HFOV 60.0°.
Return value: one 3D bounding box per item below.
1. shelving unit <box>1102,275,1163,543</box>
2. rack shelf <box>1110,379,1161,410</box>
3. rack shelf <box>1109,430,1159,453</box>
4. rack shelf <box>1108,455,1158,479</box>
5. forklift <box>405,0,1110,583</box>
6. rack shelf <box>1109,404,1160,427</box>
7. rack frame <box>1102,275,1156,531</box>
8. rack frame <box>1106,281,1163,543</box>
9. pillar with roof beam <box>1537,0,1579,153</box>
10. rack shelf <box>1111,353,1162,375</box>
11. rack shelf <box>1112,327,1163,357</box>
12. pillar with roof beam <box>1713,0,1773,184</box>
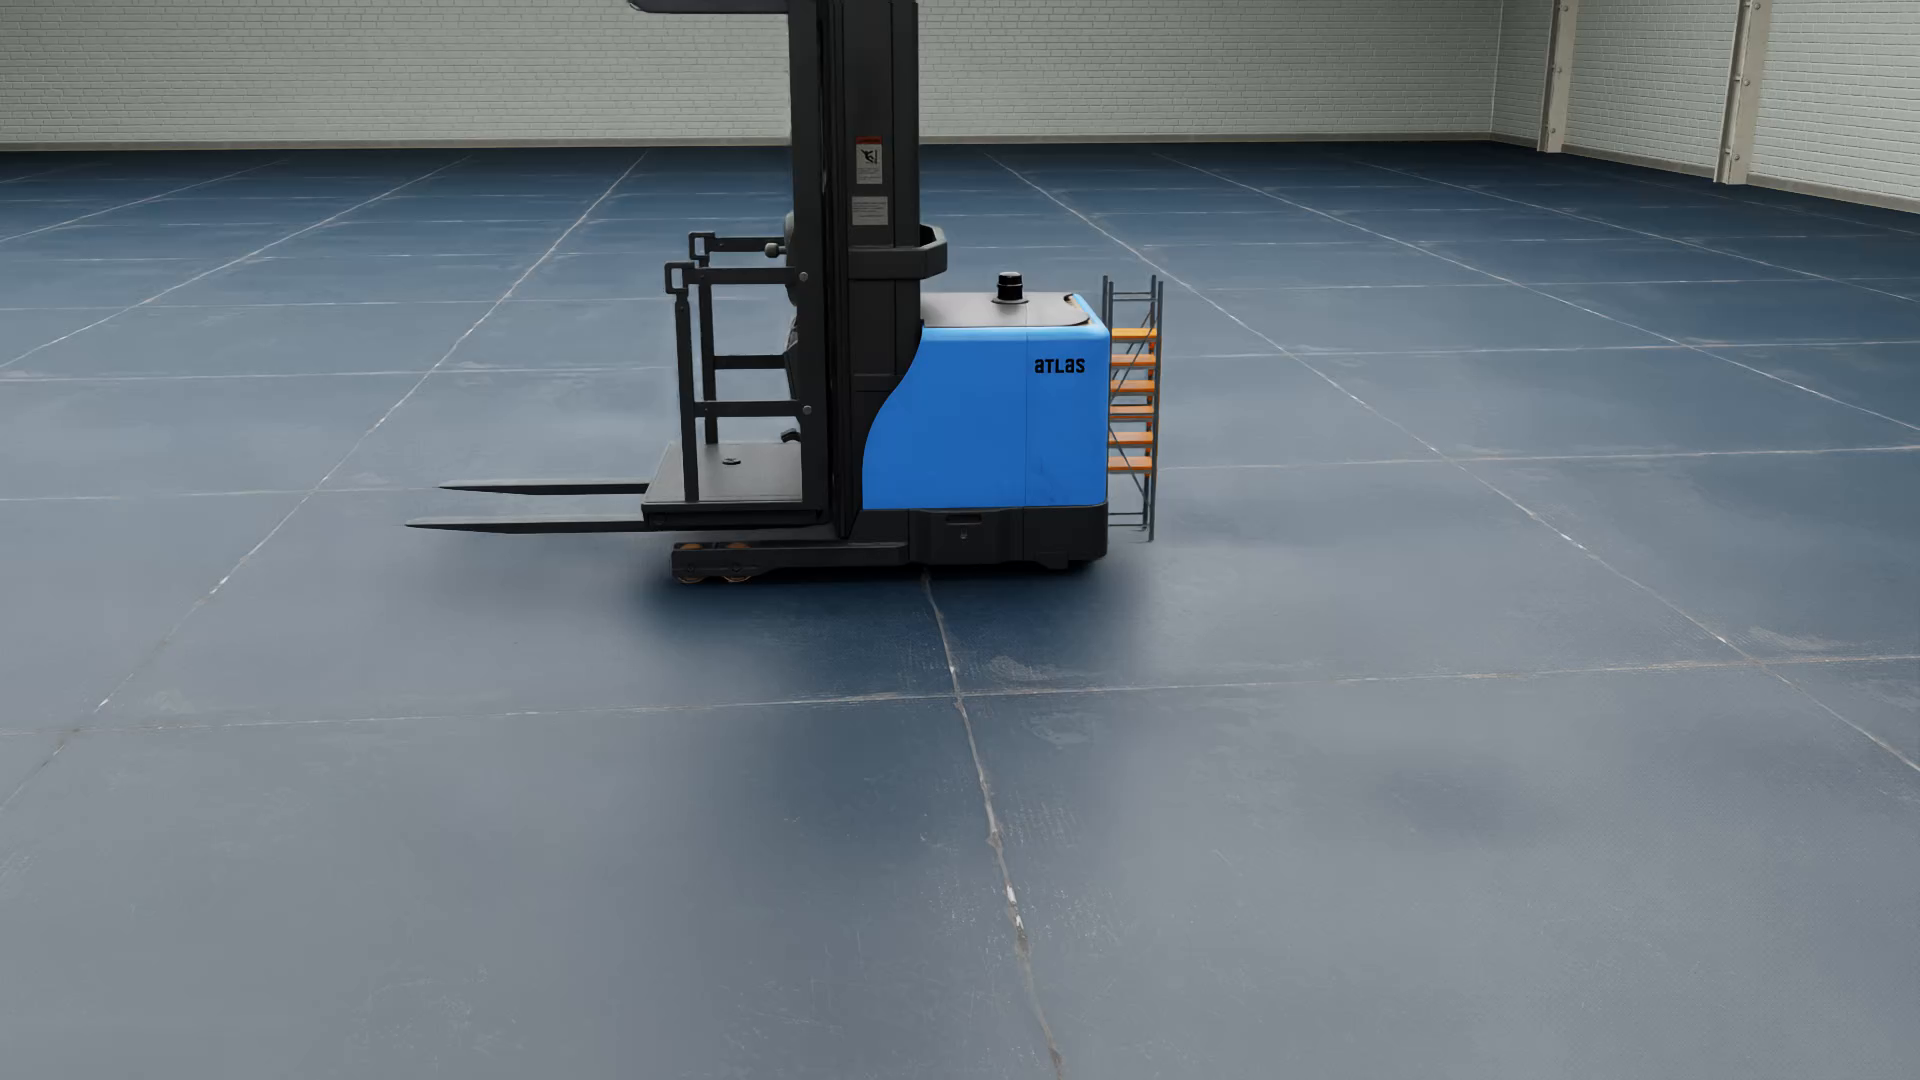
[{"bbox_3d":[0.764,-0.587,7.544,0.258,1.200,0.189,-1,17,-3],"label":"shelving unit"},{"bbox_3d":[0.765,-0.659,7.521,0.258,0.103,0.180,-1,17,-3],"label":"rack shelf"},{"bbox_3d":[0.764,-0.430,7.593,0.258,0.103,0.180,-1,17,-3],"label":"rack shelf"},{"bbox_3d":[0.764,-0.316,7.629,0.258,0.103,0.180,-1,17,-3],"label":"rack shelf"},{"bbox_3d":[-0.894,-1.377,7.169,3.031,2.935,1.130,-1,17,-3],"label":"forklift"},{"bbox_3d":[0.764,-0.545,7.557,0.258,0.103,0.180,-1,17,-3],"label":"rack shelf"},{"bbox_3d":[0.759,-0.614,7.631,0.240,1.200,0.006,-1,17,-3],"label":"rack frame"},{"bbox_3d":[0.770,-0.560,7.456,0.240,1.200,0.006,-1,17,-3],"label":"rack frame"},{"bbox_3d":[6.354,-11.165,28.216,9.100,9.000,0.400,-2,18,-6],"label":"pillar with roof beam"},{"bbox_3d":[0.765,-0.774,7.485,0.258,0.103,0.180,-1,17,-3],"label":"rack shelf"},{"bbox_3d":[0.765,-0.888,7.449,0.258,0.103,0.180,-1,17,-3],"label":"rack shelf"},{"bbox_3d":[6.973,-9.377,22.522,9.100,9.000,0.400,-2,18,-6],"label":"pillar with roof beam"}]
